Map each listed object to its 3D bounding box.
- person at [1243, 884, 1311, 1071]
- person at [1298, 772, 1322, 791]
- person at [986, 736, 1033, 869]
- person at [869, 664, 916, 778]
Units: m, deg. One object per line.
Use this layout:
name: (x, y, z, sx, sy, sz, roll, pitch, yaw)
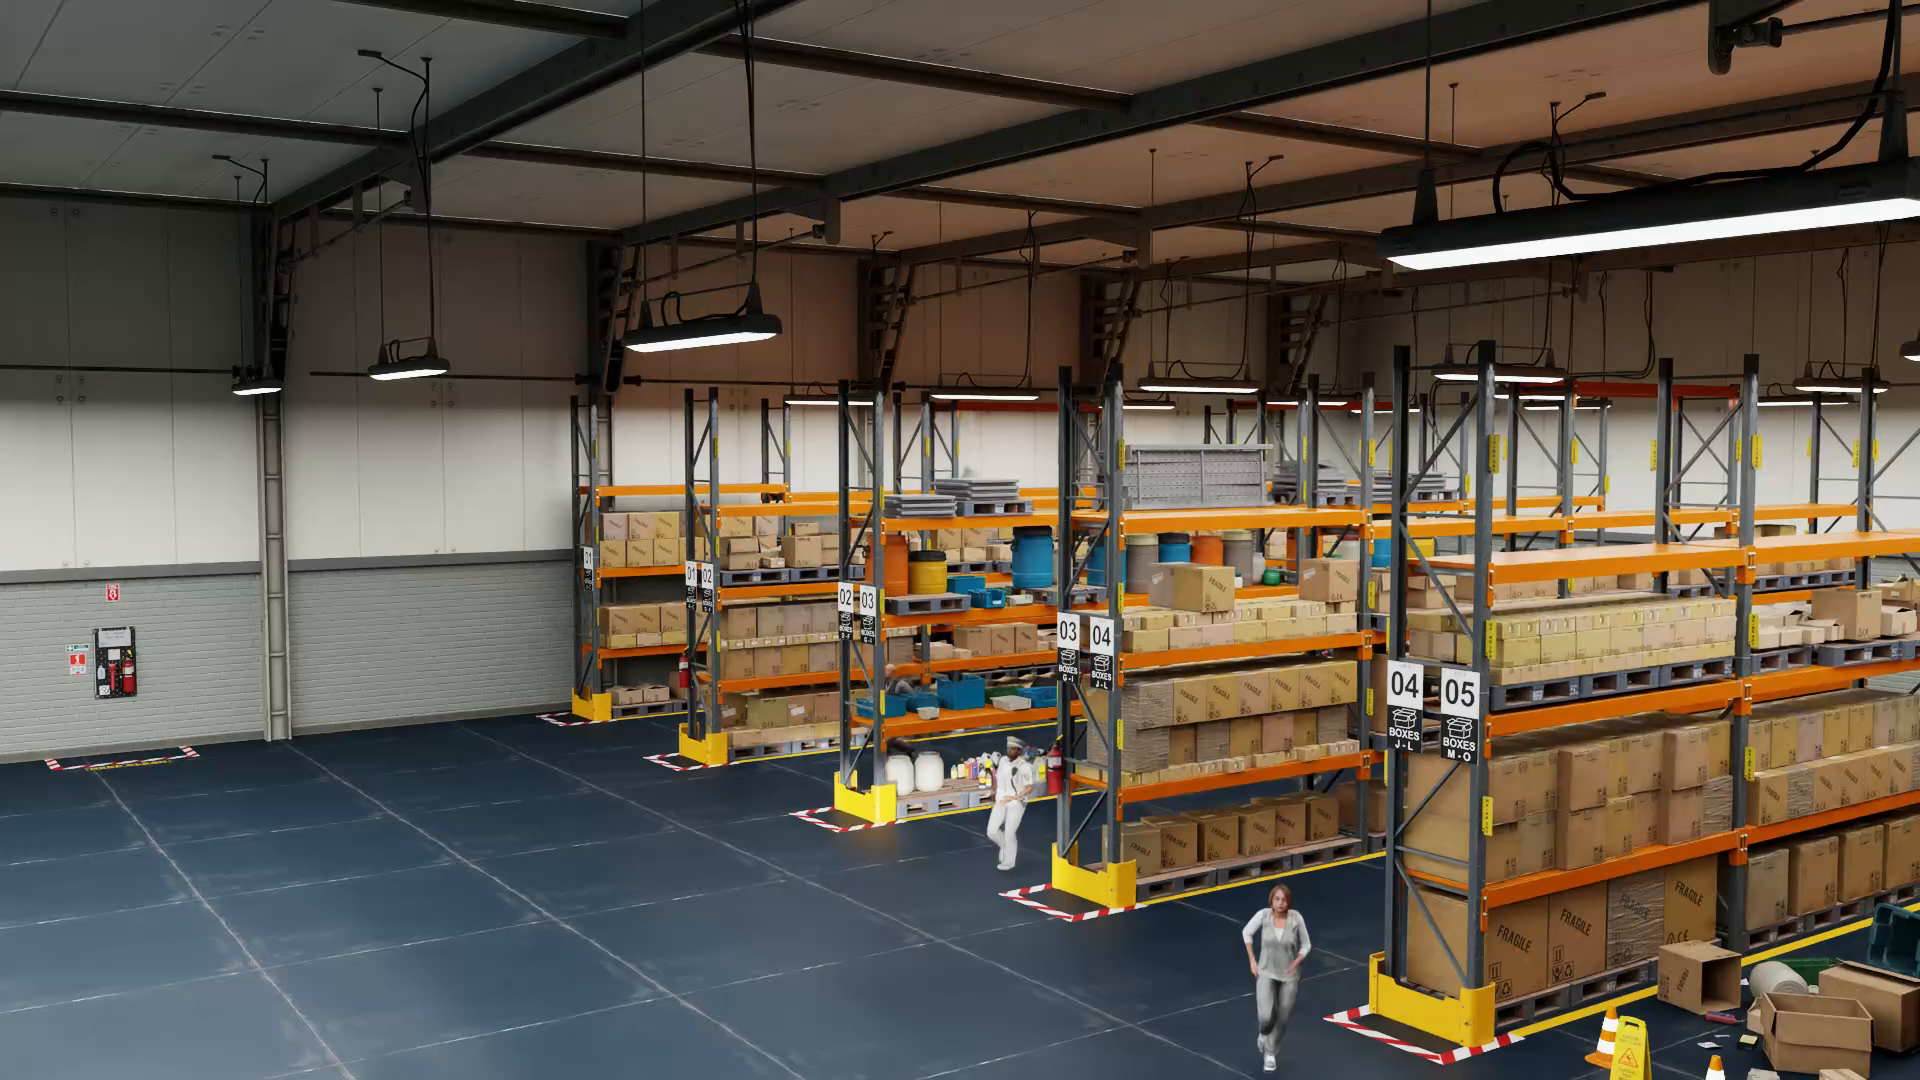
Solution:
person: (2.585, 3.584, 13.556, 0.544, 1.537, 0.512, 0, 3, 7)
person: (5.112, 2.859, 24.461, 0.552, 1.710, 0.774, 3, 5, 44)
person: (0.605, 3.147, 19.888, 0.593, 1.648, 0.529, 2, 4, 35)
person: (-1.026, 2.763, 25.723, 0.681, 1.718, 0.993, 3, 5, 41)
